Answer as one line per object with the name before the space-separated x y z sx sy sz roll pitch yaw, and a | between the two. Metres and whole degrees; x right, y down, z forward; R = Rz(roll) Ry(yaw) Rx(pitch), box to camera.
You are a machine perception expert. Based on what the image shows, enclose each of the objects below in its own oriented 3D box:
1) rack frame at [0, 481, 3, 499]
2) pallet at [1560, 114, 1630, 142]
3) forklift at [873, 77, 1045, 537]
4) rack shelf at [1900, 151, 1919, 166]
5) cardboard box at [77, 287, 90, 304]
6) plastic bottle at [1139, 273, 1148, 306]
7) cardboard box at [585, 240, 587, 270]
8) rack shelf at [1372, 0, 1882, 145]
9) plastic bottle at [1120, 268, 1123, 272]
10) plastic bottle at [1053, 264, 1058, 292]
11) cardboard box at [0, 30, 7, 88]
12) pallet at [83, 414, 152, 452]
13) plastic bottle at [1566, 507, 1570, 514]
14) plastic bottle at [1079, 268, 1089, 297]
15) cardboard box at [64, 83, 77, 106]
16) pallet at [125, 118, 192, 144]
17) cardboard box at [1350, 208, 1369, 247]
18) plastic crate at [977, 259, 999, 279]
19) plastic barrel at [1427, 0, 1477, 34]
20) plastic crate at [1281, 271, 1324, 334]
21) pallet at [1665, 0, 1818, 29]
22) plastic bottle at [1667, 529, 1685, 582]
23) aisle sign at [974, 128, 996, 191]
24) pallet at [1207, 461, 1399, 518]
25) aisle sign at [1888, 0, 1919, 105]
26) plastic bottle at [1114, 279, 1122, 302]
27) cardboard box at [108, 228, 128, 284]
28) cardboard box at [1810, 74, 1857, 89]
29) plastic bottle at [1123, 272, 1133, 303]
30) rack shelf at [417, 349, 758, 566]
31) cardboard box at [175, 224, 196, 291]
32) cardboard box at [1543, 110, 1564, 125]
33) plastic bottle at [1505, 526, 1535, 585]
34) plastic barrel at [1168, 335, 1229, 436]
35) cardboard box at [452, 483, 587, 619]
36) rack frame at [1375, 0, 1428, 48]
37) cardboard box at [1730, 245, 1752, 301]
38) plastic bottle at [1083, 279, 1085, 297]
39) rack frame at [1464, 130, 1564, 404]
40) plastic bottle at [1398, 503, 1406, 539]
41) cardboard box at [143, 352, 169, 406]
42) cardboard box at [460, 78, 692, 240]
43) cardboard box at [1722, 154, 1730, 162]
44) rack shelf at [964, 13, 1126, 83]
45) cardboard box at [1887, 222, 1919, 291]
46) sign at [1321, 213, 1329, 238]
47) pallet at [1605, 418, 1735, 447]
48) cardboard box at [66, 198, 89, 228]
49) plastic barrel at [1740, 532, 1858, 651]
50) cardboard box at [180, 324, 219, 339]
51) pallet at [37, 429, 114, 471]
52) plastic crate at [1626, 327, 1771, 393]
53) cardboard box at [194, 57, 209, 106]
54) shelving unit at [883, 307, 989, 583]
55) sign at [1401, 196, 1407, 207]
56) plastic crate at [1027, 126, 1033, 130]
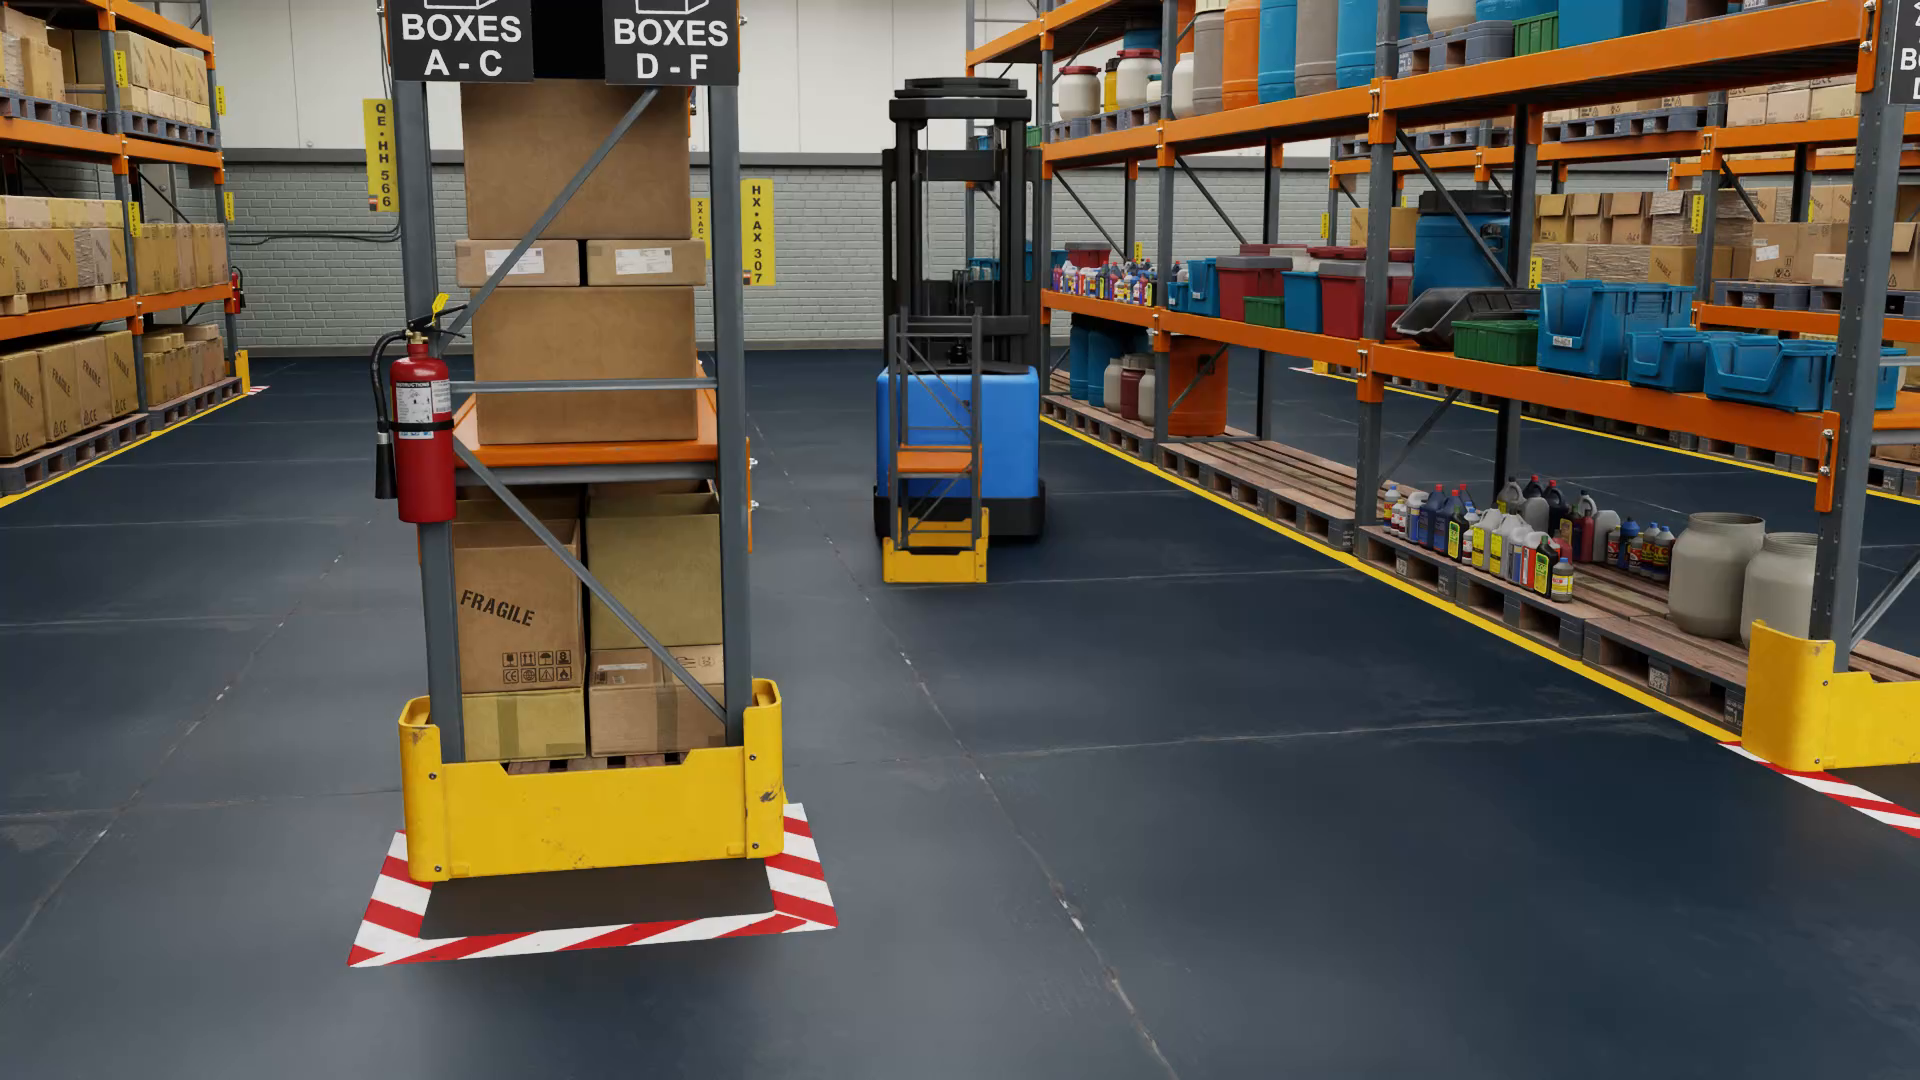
rack frame | -7.587 -1.758 11.910 1.000 3.000 0.127 -2 11 -11
pallet | 6.591 -4.000 16.174 1.003 0.211 1.213 -2 11 -8
forklift | 0.022 -1.681 11.688 1.130 2.935 3.031 0 11 1
rack shelf | 11.485 -3.947 17.313 1.077 0.370 4.000 -2 11 -11
cardboard box | -7.852 -2.138 14.526 0.380 0.149 0.250 -2 11 -11
plastic bottle | 1.589 -2.162 14.344 0.061 0.283 0.133 -2 11 -11
cardboard box | -1.634 -1.092 6.407 0.380 0.149 0.250 -2 11 -9
rack shelf | 3.298 -2.138 7.808 1.077 0.370 4.000 -2 11 -11
plastic bottle | 1.746 -2.730 17.351 0.152 0.276 0.135 -2 11 -11
plastic bottle | 1.006 -2.712 17.233 0.061 0.283 0.133 -2 11 -11
cardboard box | -7.987 -3.781 13.071 0.700 0.500 0.500 -2 11 -8
pallet | -8.141 -0.983 15.296 1.003 0.211 1.213 -2 11 -11
plastic bottle | 3.427 -0.095 9.262 0.061 0.283 0.133 -1 11 -7
plastic bottle | 1.249 -2.522 16.258 0.152 0.276 0.135 -2 11 -11
cardboard box | -8.728 -4.264 16.064 0.500 0.250 0.500 -2 11 -10
pallet | -8.748 -4.295 17.456 1.003 0.211 1.213 -2 11 -11
cardboard box | 5.359 -4.017 21.378 0.500 0.500 0.500 -2 11 -12
plastic crate | 0.428 -3.355 20.586 0.416 0.233 0.300 -2 11 -11
plastic barrel | 2.800 -3.033 9.166 0.421 0.512 0.421 0 11 0
plastic crate | 2.389 -1.568 10.953 0.392 0.384 0.575 -2 11 -11
pallet | 3.622 -2.187 6.647 1.003 0.211 1.213 -2 11 -11
plastic bottle | 3.614 0.081 8.335 0.061 0.283 0.133 -2 11 -10
aisle sign | 0.269 -4.865 21.281 0.394 0.787 0.004 -2 11 -11
pallet | 2.477 -0.381 12.136 1.003 0.211 1.213 -2 11 -11
aisle sign | 3.409 -1.904 5.725 0.394 0.787 0.004 -2 11 -11
plastic bottle | 1.452 -2.268 15.123 0.097 0.201 0.097 0 11 0
cardboard box | -8.028 -2.621 15.329 0.500 0.500 0.500 -2 11 -12
cardboard box | 7.028 -3.786 12.938 0.500 0.500 0.500 -2 11 -13
plastic bottle | 1.508 -2.249 14.835 0.097 0.271 0.097 0 11 0
rack shelf | -1.562 -0.485 7.146 1.077 0.370 4.000 -2 11 -11
cardboard box | -8.742 -3.006 17.666 0.980 0.700 0.700 -3 11 -14
cardboard box | 6.336 -4.463 17.218 0.500 0.311 0.500 -3 11 -13
plastic bottle | 2.850 0.077 8.375 0.152 0.276 0.135 -2 11 -13
plastic barrel | 2.019 -1.347 14.434 0.600 0.830 0.708 -2 11 -11
cardboard box | -1.778 0.034 6.719 0.500 0.500 0.500 -2 11 -11
rack frame | 2.909 -4.332 9.387 1.000 3.000 0.127 -2 11 -11
cardboard box | 7.161 -2.446 15.260 0.500 0.500 0.500 -2 11 -9
plastic bottle | 1.245 -2.463 16.148 0.097 0.201 0.097 0 11 0
rack frame | 6.211 -3.032 18.603 1.000 3.000 0.127 -2 11 -11
plastic bottle | 2.580 -0.114 9.582 0.097 0.201 0.097 0 11 0
cardboard box | -8.410 -1.611 16.699 0.700 0.500 0.500 -2 11 -10
cardboard box | -1.261 -1.254 5.524 0.700 0.500 0.500 -2 11 -11
cardboard box | 10.253 -5.139 22.052 0.500 0.250 0.500 -2 11 -9
rack shelf | 0.964 -5.616 19.128 1.077 0.370 4.000 -2 11 -11
cardboard box | 7.339 -2.136 12.498 0.797 0.503 0.637 -1 11 -5
sign | 4.888 -4.211 22.269 0.100 0.325 0.005 -2 11 -11
pallet | 6.910 -1.076 15.784 1.003 0.211 1.213 -2 11 -11
cardboard box | -7.834 -2.801 14.268 0.500 0.250 0.500 -2 11 -10
plastic barrel | 3.484 0.247 6.907 0.421 0.512 0.421 0 11 0
cardboard box | -8.705 -2.380 19.008 0.380 0.149 0.250 -2 11 -12
pallet | -7.900 -0.759 14.118 1.003 0.211 1.213 -2 11 -11
plastic crate | 3.175 -0.778 7.160 0.499 0.251 0.408 -2 11 -11
cardboard box | -8.733 -5.124 18.580 0.500 0.500 0.500 -2 11 -11
shelving unit | -0.129 -0.594 9.804 0.587 1.500 1.083 0 11 2
sign | 5.968 -4.468 22.418 0.100 0.325 0.005 -2 11 -11
plastic crate | 0.863 -4.398 18.209 0.416 0.233 0.300 -2 11 -11
